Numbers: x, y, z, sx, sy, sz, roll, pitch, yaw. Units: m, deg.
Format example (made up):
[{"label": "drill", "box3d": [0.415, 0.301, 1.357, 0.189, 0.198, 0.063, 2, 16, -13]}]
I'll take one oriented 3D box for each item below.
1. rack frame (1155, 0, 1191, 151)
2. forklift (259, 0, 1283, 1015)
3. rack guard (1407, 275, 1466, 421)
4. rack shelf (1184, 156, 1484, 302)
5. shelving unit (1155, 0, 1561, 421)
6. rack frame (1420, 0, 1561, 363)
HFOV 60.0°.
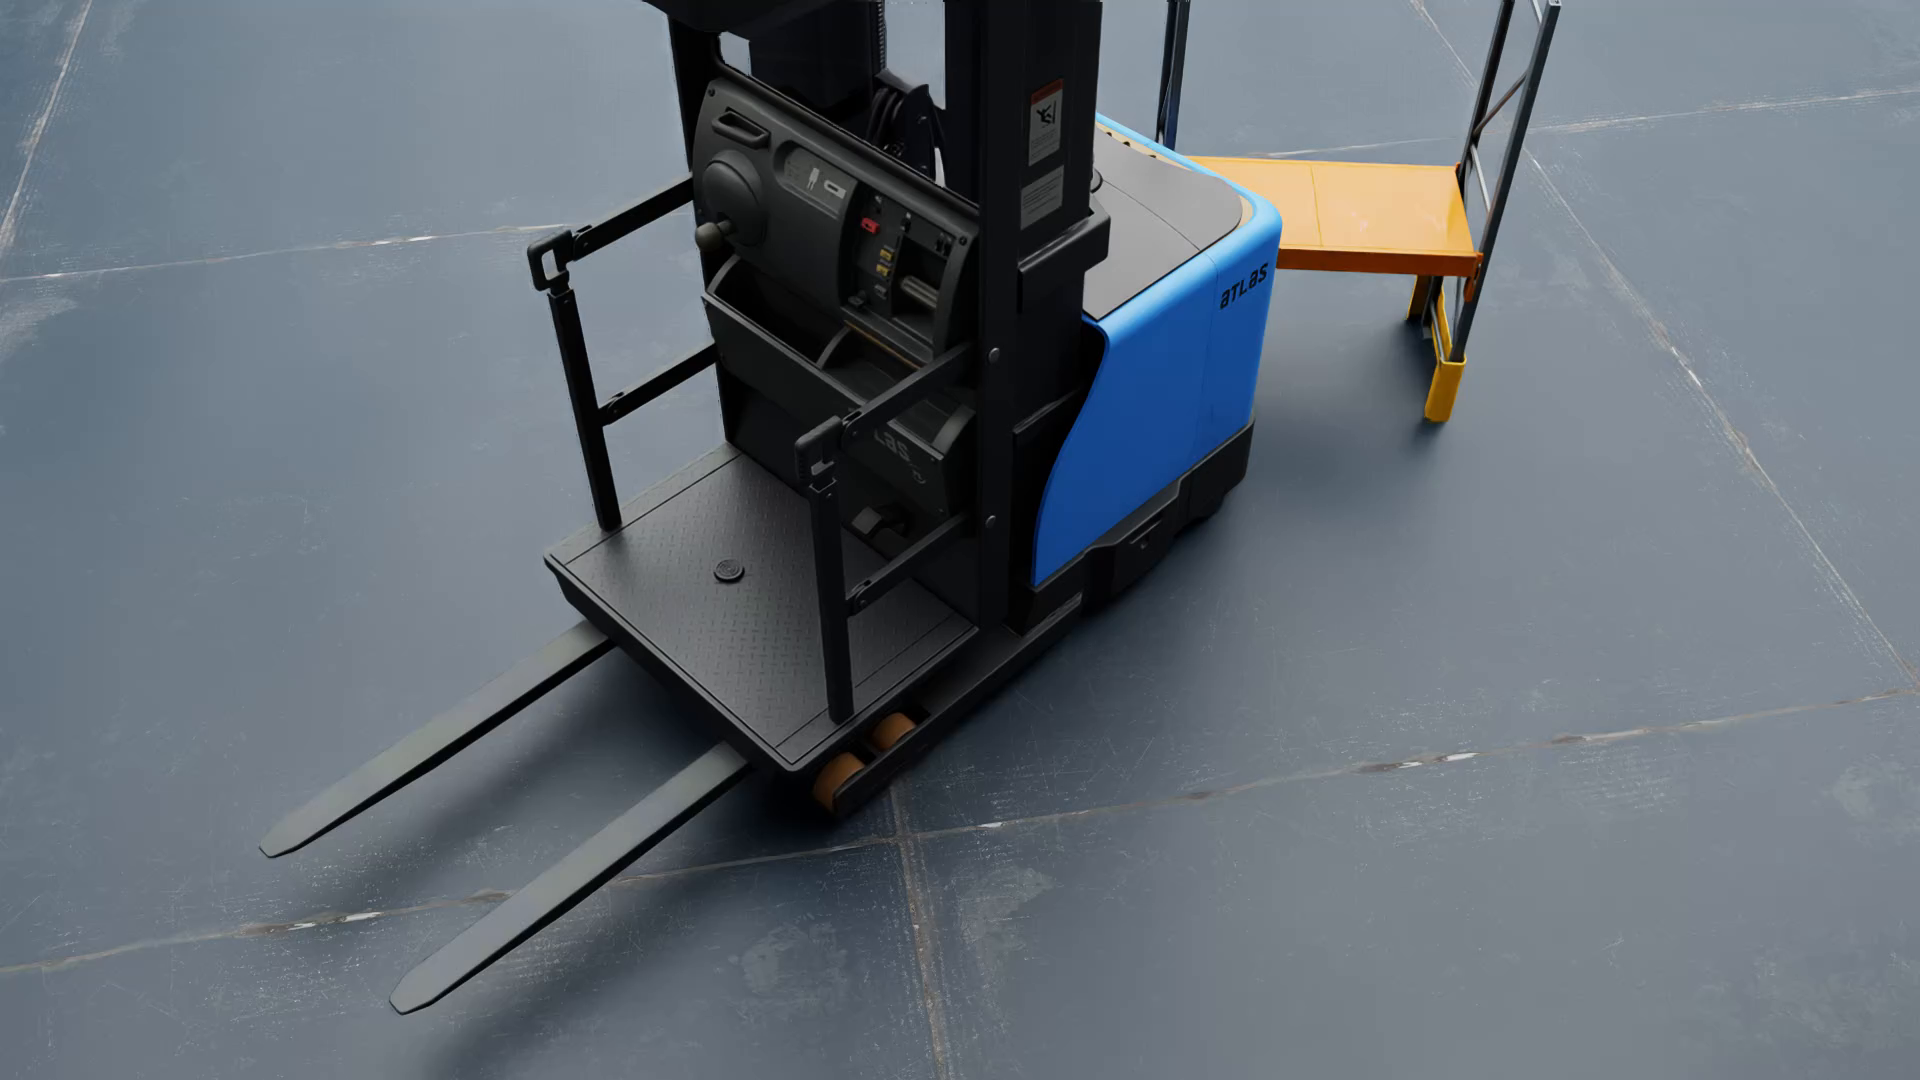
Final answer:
[{"label": "rack frame", "box3d": [0.648, -1.186, 5.351, 0.032, 1.500, 0.500, 3, 46, 3]}, {"label": "forklift", "box3d": [-0.471, -0.697, 3.886, 1.130, 2.935, 3.031, 36, 56, 29]}, {"label": "rack guard", "box3d": [1.643, -0.701, 5.752, 0.087, 0.250, 0.587, 3, 46, 3]}, {"label": "rack shelf", "box3d": [1.155, -1.035, 5.456, 1.000, 0.185, 0.538, 3, 46, 3]}, {"label": "shelving unit", "box3d": [1.146, -1.160, 5.327, 1.083, 1.500, 0.587, 3, 46, 3]}, {"label": "rack frame", "box3d": [1.663, -1.134, 5.301, 0.032, 1.500, 0.500, 3, 46, 3]}]
